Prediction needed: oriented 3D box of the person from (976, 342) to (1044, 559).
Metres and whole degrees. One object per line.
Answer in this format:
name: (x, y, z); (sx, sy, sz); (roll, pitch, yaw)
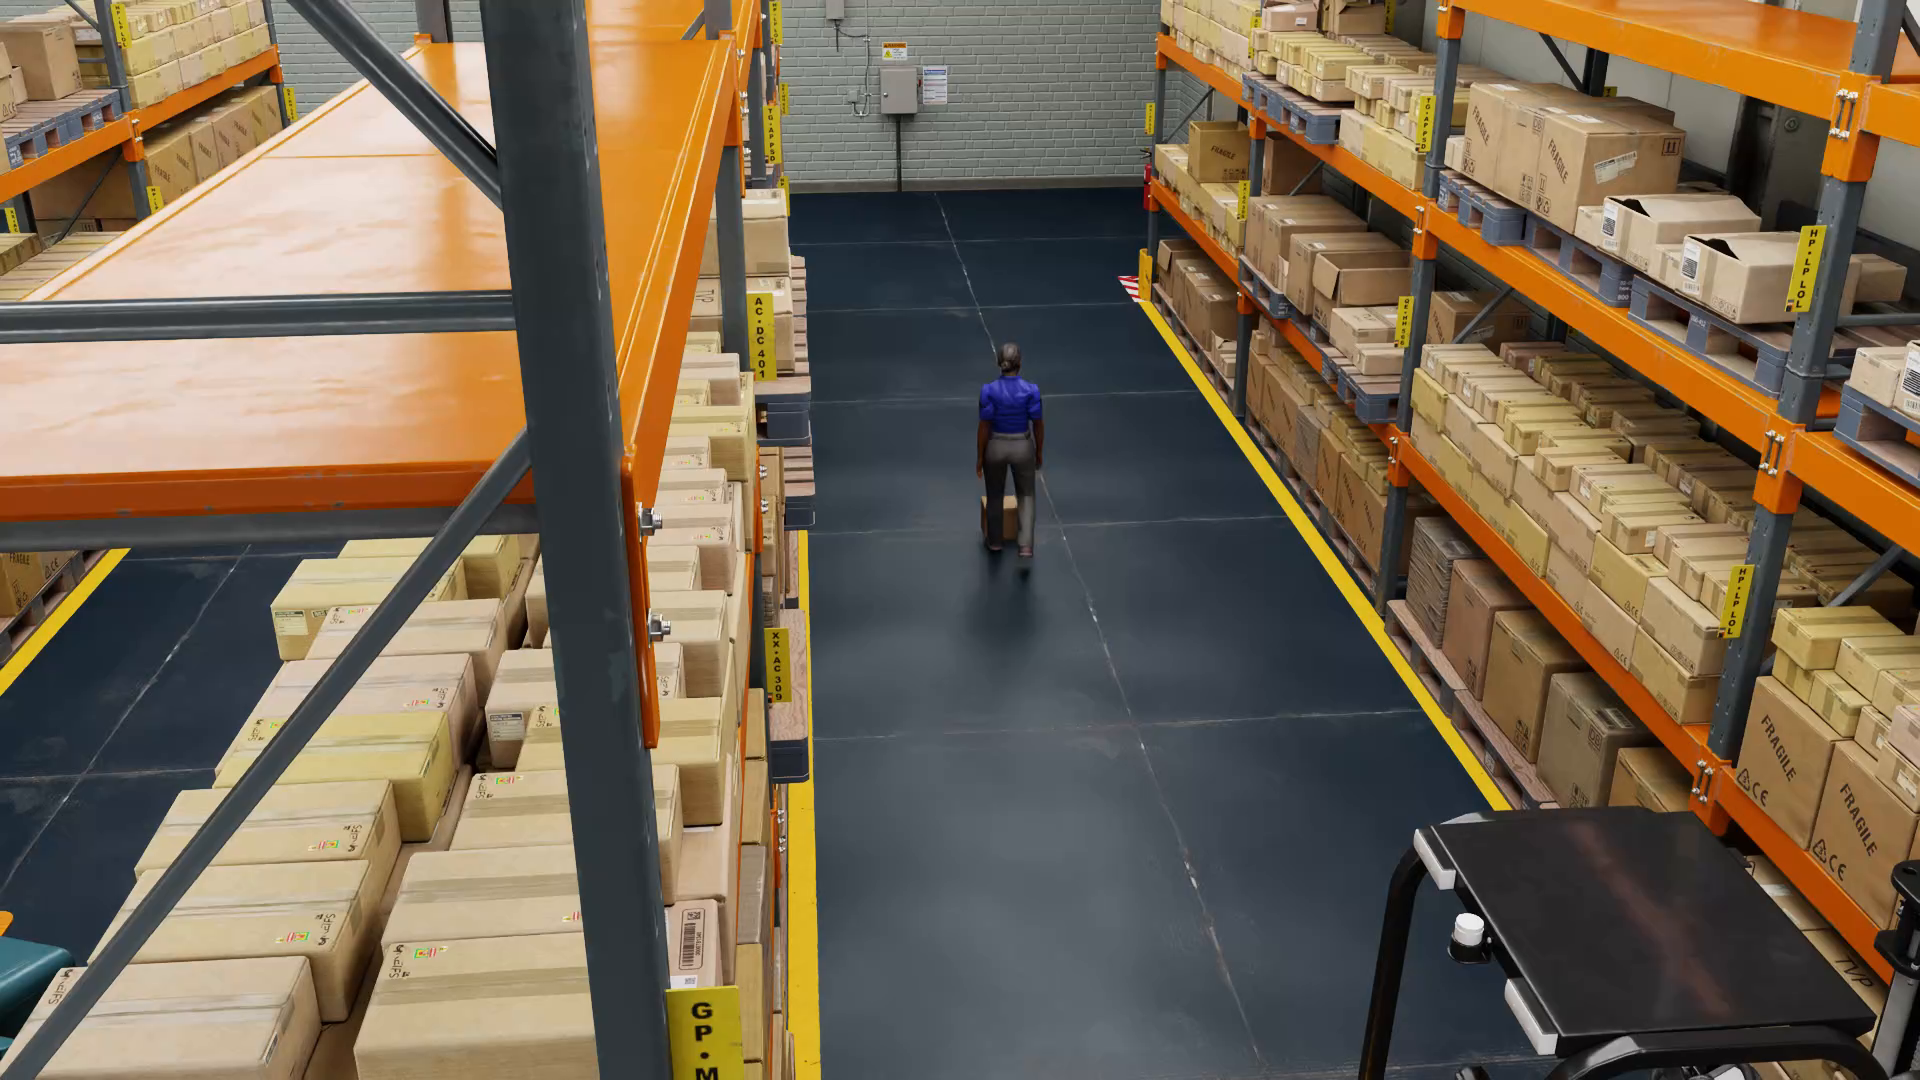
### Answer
person: (0.350, -0.625, 11.714); (0.471, 1.637, 0.752); (0, 24, 0)
